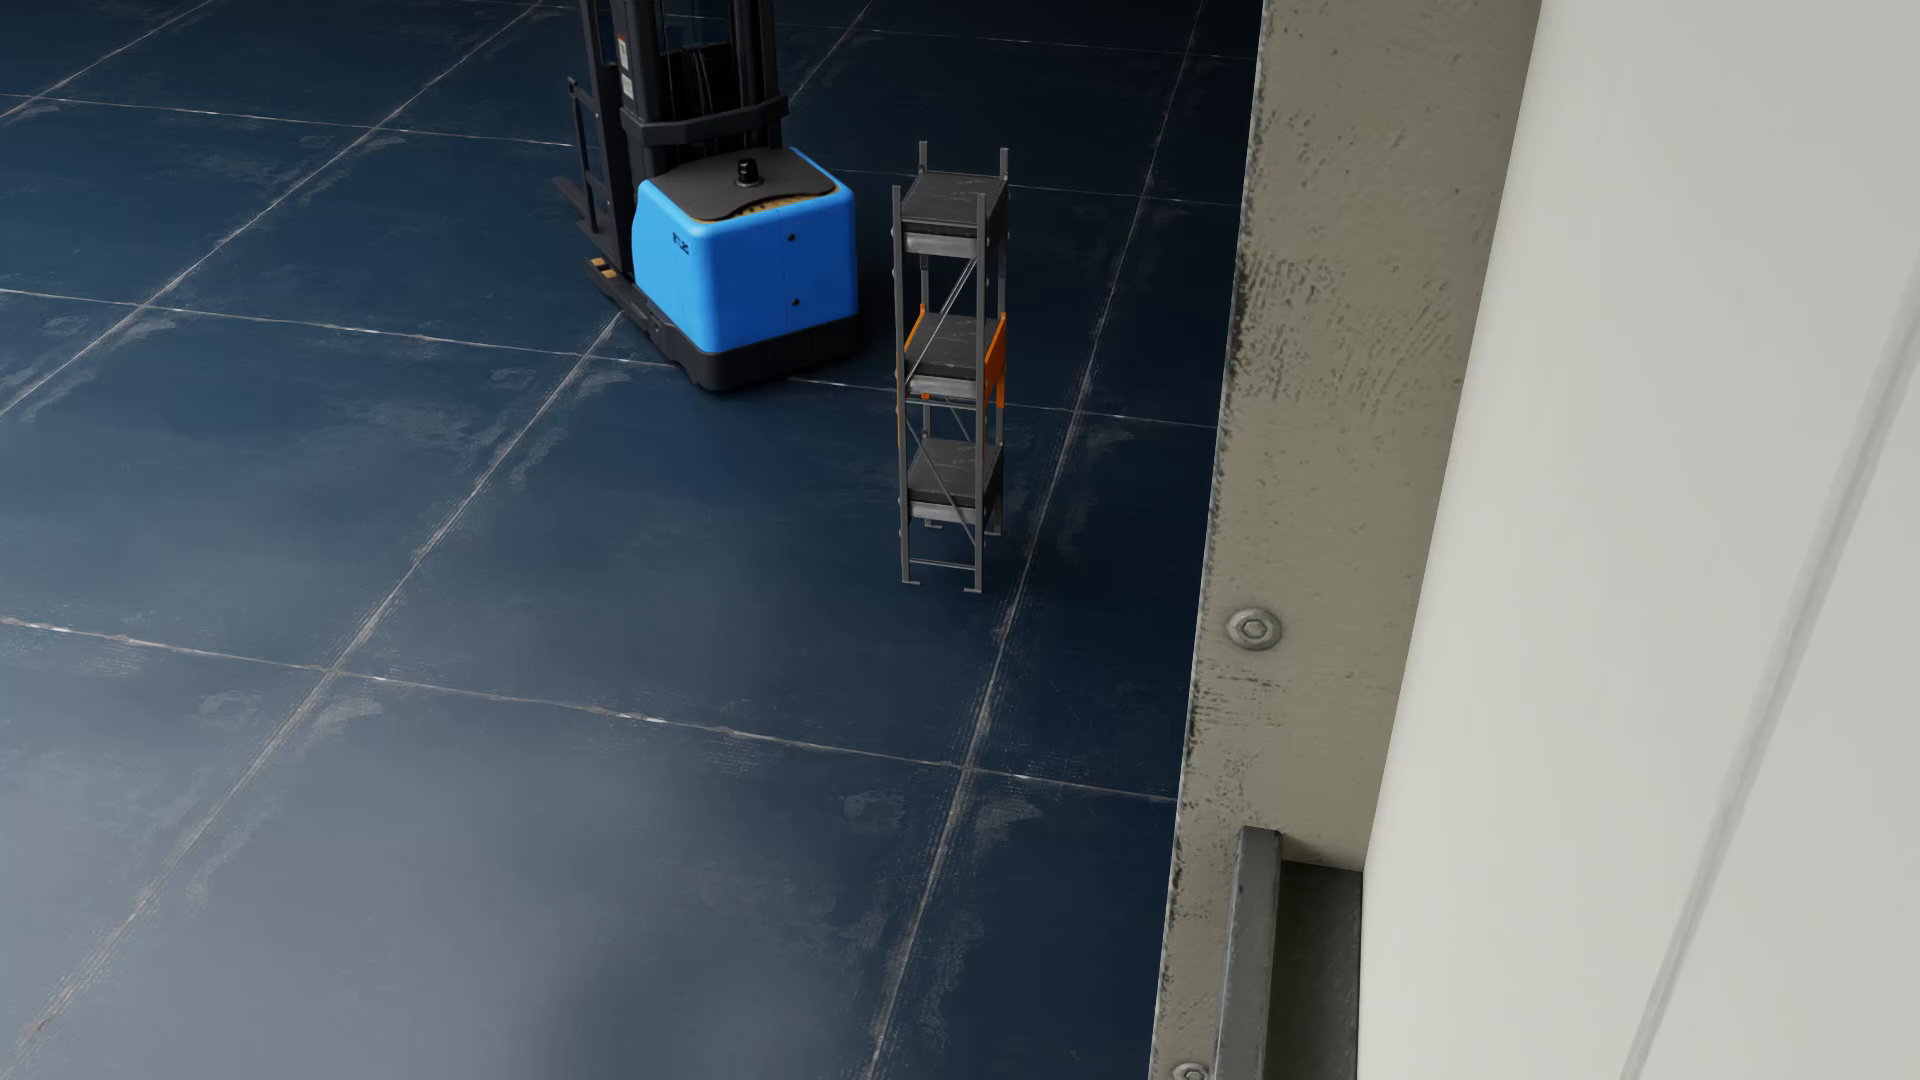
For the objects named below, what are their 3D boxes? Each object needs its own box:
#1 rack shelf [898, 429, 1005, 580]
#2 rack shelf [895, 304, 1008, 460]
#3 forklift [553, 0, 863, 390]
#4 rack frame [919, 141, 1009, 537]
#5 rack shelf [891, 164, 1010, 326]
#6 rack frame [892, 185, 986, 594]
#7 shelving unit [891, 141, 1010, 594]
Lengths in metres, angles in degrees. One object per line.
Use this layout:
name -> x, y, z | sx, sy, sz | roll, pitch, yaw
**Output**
rack shelf -> -0.035, -0.177, 8.192 | 0.431, 0.518, 0.480 | 7, 37, 10
rack shelf -> -0.035, -0.744, 7.781 | 0.431, 0.518, 0.480 | 7, 37, 10
forklift -> -1.779, -2.885, 10.004 | 1.130, 2.935, 3.031 | -20, 40, -25
rack frame -> 0.017, -0.895, 7.966 | 0.400, 2.100, 0.015 | 7, 37, 10
rack shelf -> -0.035, -1.311, 7.370 | 0.431, 0.518, 0.480 | 7, 37, 10
rack frame -> -0.088, -0.615, 7.580 | 0.400, 2.100, 0.015 | 7, 37, 10
shelving unit -> -0.035, -0.755, 7.773 | 0.431, 2.100, 0.503 | 7, 37, 10
